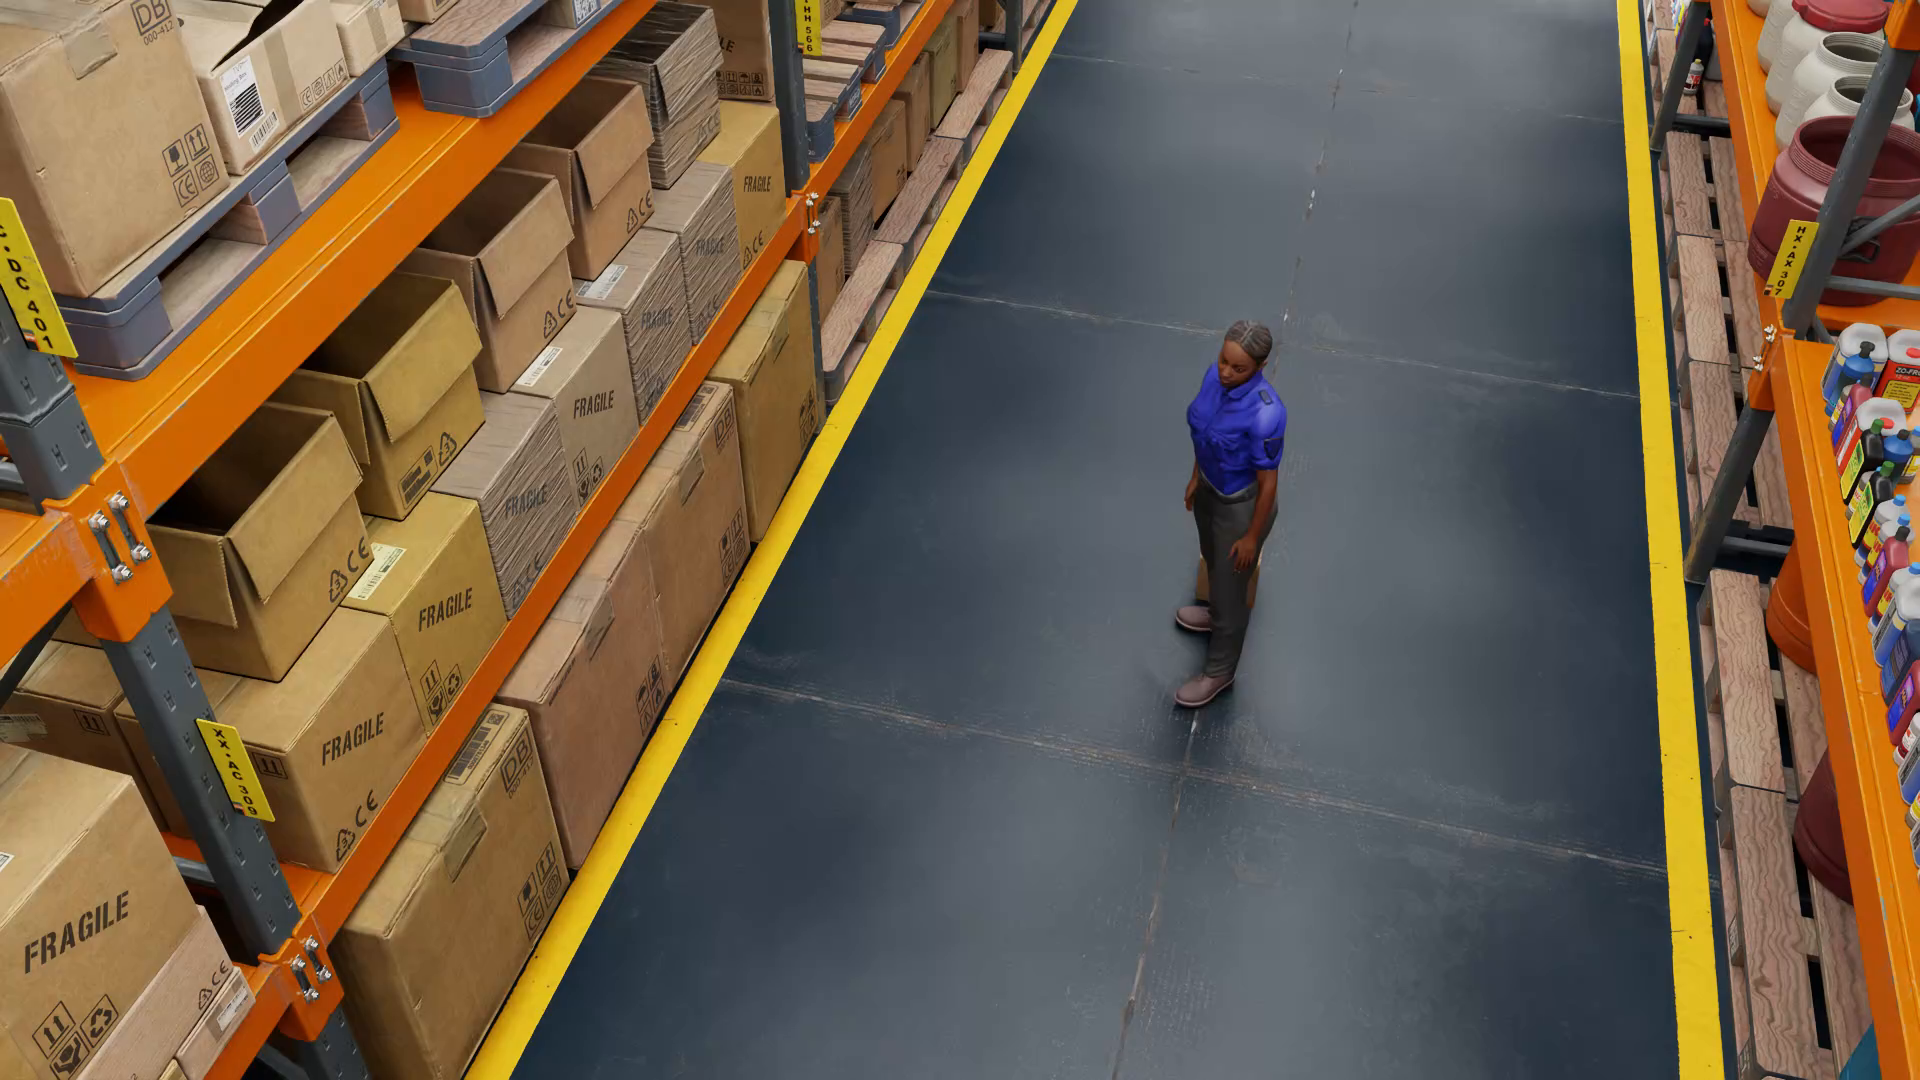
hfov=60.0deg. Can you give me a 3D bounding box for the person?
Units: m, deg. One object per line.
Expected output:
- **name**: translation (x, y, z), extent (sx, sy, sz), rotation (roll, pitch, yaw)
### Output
- **person**: translation (0.994, -0.131, 6.283), extent (0.484, 1.655, 0.522), rotation (-15, 43, -16)
